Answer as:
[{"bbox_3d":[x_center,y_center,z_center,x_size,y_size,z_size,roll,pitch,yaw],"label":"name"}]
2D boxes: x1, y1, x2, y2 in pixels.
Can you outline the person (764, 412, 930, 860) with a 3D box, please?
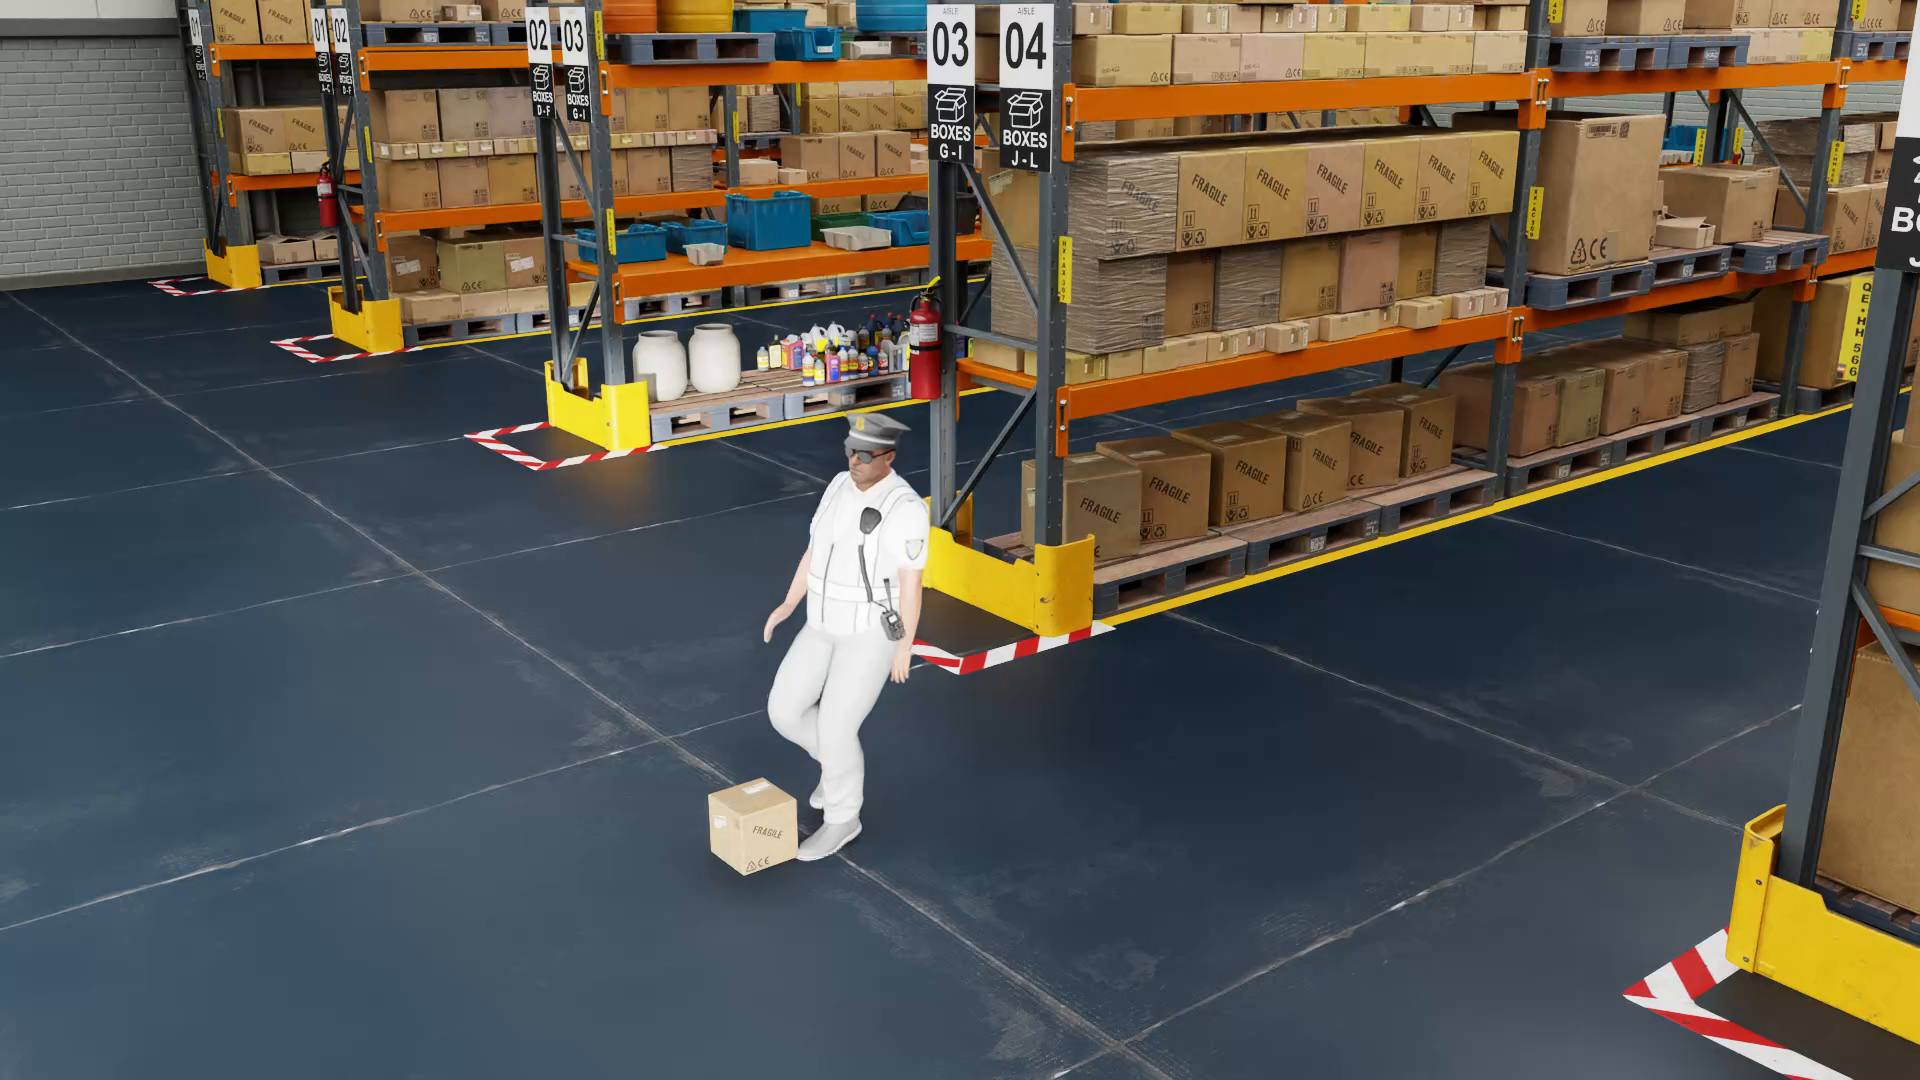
[{"bbox_3d":[-0.478,0.355,6.515,0.566,1.723,0.624,16,23,41],"label":"person"}]
